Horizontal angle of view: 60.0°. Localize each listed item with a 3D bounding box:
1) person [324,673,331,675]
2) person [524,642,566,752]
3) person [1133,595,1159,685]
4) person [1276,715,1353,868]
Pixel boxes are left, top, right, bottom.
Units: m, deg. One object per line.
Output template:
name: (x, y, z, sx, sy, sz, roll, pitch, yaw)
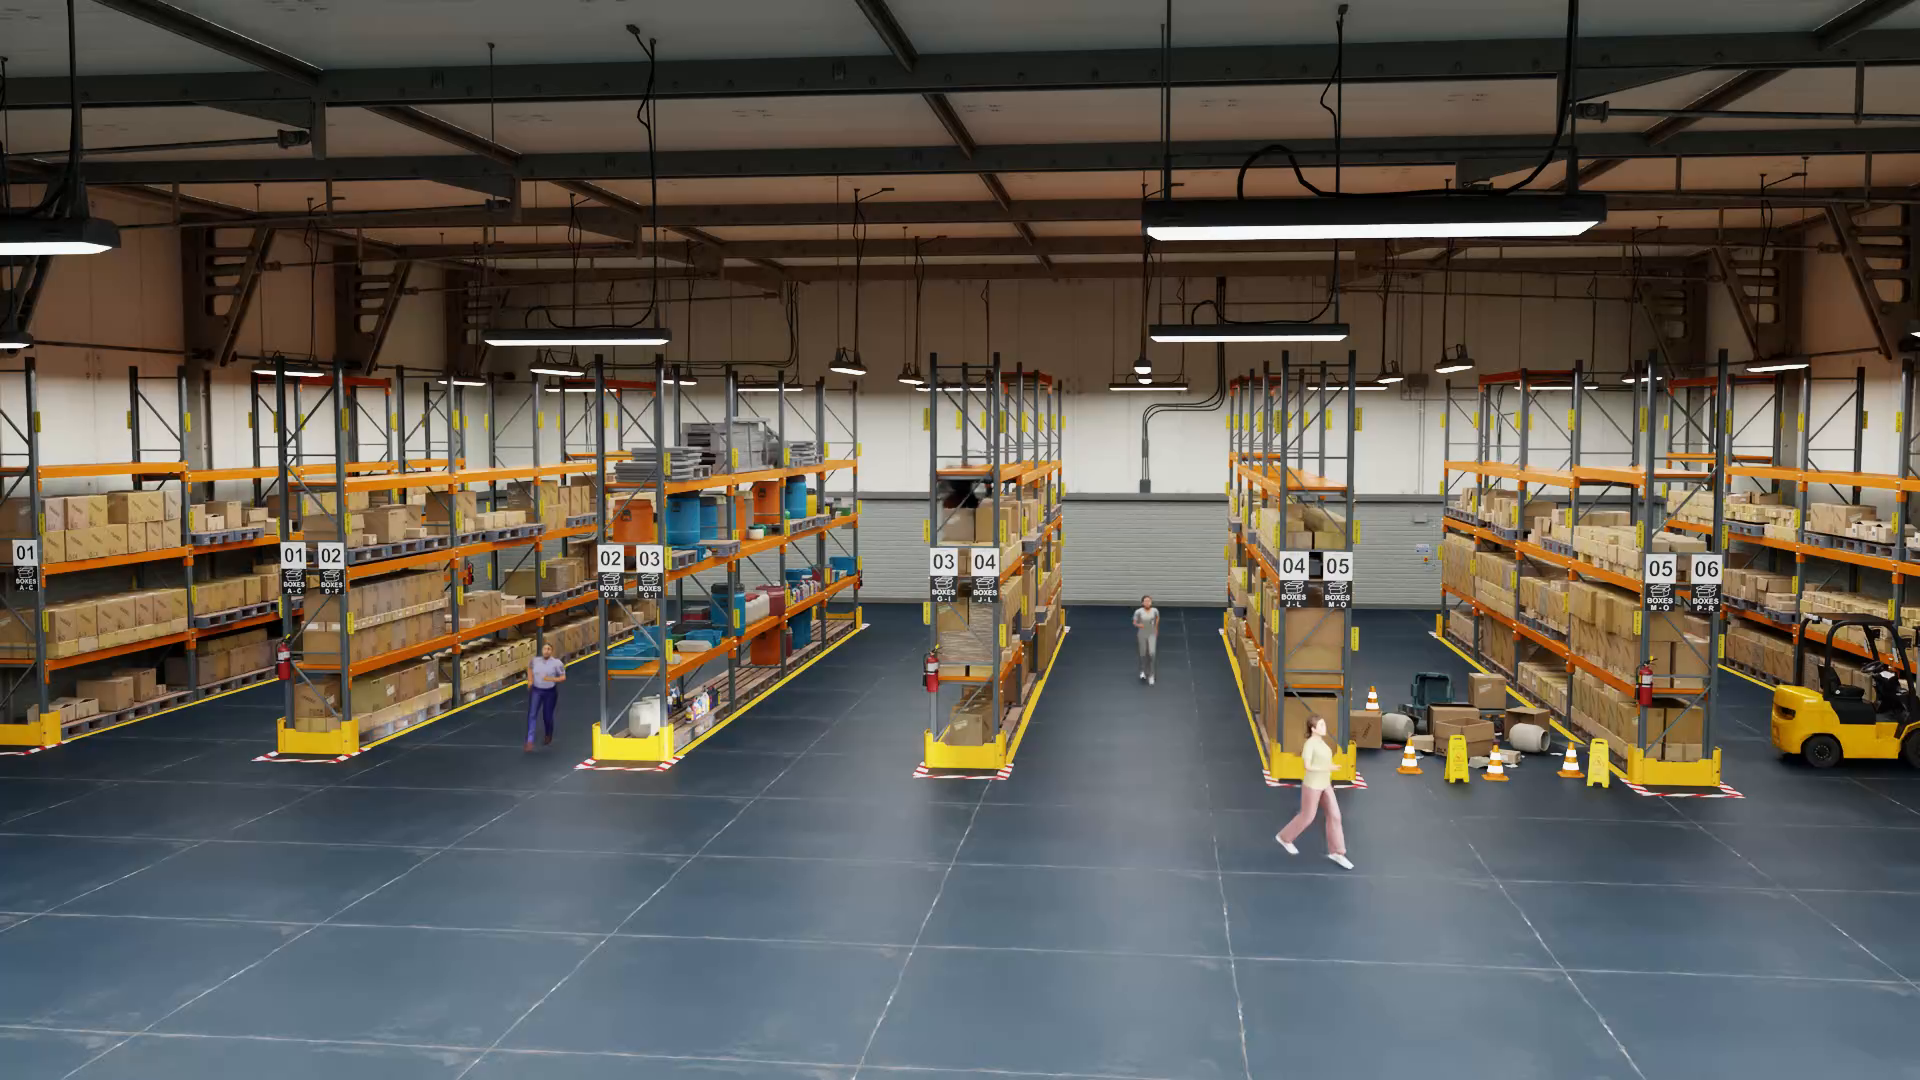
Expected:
person: (-11.218, 2.013, 29.859, 0.755, 1.732, 0.812, 0, 4, 2)
person: (-6.307, 2.361, 25.310, 0.623, 1.625, 0.964, 0, 4, -4)
person: (3.585, 1.894, 32.050, 0.518, 1.696, 0.887, 0, 4, 4)
person: (4.012, 2.819, 18.836, 0.927, 1.696, 0.565, 3, 5, 39)
